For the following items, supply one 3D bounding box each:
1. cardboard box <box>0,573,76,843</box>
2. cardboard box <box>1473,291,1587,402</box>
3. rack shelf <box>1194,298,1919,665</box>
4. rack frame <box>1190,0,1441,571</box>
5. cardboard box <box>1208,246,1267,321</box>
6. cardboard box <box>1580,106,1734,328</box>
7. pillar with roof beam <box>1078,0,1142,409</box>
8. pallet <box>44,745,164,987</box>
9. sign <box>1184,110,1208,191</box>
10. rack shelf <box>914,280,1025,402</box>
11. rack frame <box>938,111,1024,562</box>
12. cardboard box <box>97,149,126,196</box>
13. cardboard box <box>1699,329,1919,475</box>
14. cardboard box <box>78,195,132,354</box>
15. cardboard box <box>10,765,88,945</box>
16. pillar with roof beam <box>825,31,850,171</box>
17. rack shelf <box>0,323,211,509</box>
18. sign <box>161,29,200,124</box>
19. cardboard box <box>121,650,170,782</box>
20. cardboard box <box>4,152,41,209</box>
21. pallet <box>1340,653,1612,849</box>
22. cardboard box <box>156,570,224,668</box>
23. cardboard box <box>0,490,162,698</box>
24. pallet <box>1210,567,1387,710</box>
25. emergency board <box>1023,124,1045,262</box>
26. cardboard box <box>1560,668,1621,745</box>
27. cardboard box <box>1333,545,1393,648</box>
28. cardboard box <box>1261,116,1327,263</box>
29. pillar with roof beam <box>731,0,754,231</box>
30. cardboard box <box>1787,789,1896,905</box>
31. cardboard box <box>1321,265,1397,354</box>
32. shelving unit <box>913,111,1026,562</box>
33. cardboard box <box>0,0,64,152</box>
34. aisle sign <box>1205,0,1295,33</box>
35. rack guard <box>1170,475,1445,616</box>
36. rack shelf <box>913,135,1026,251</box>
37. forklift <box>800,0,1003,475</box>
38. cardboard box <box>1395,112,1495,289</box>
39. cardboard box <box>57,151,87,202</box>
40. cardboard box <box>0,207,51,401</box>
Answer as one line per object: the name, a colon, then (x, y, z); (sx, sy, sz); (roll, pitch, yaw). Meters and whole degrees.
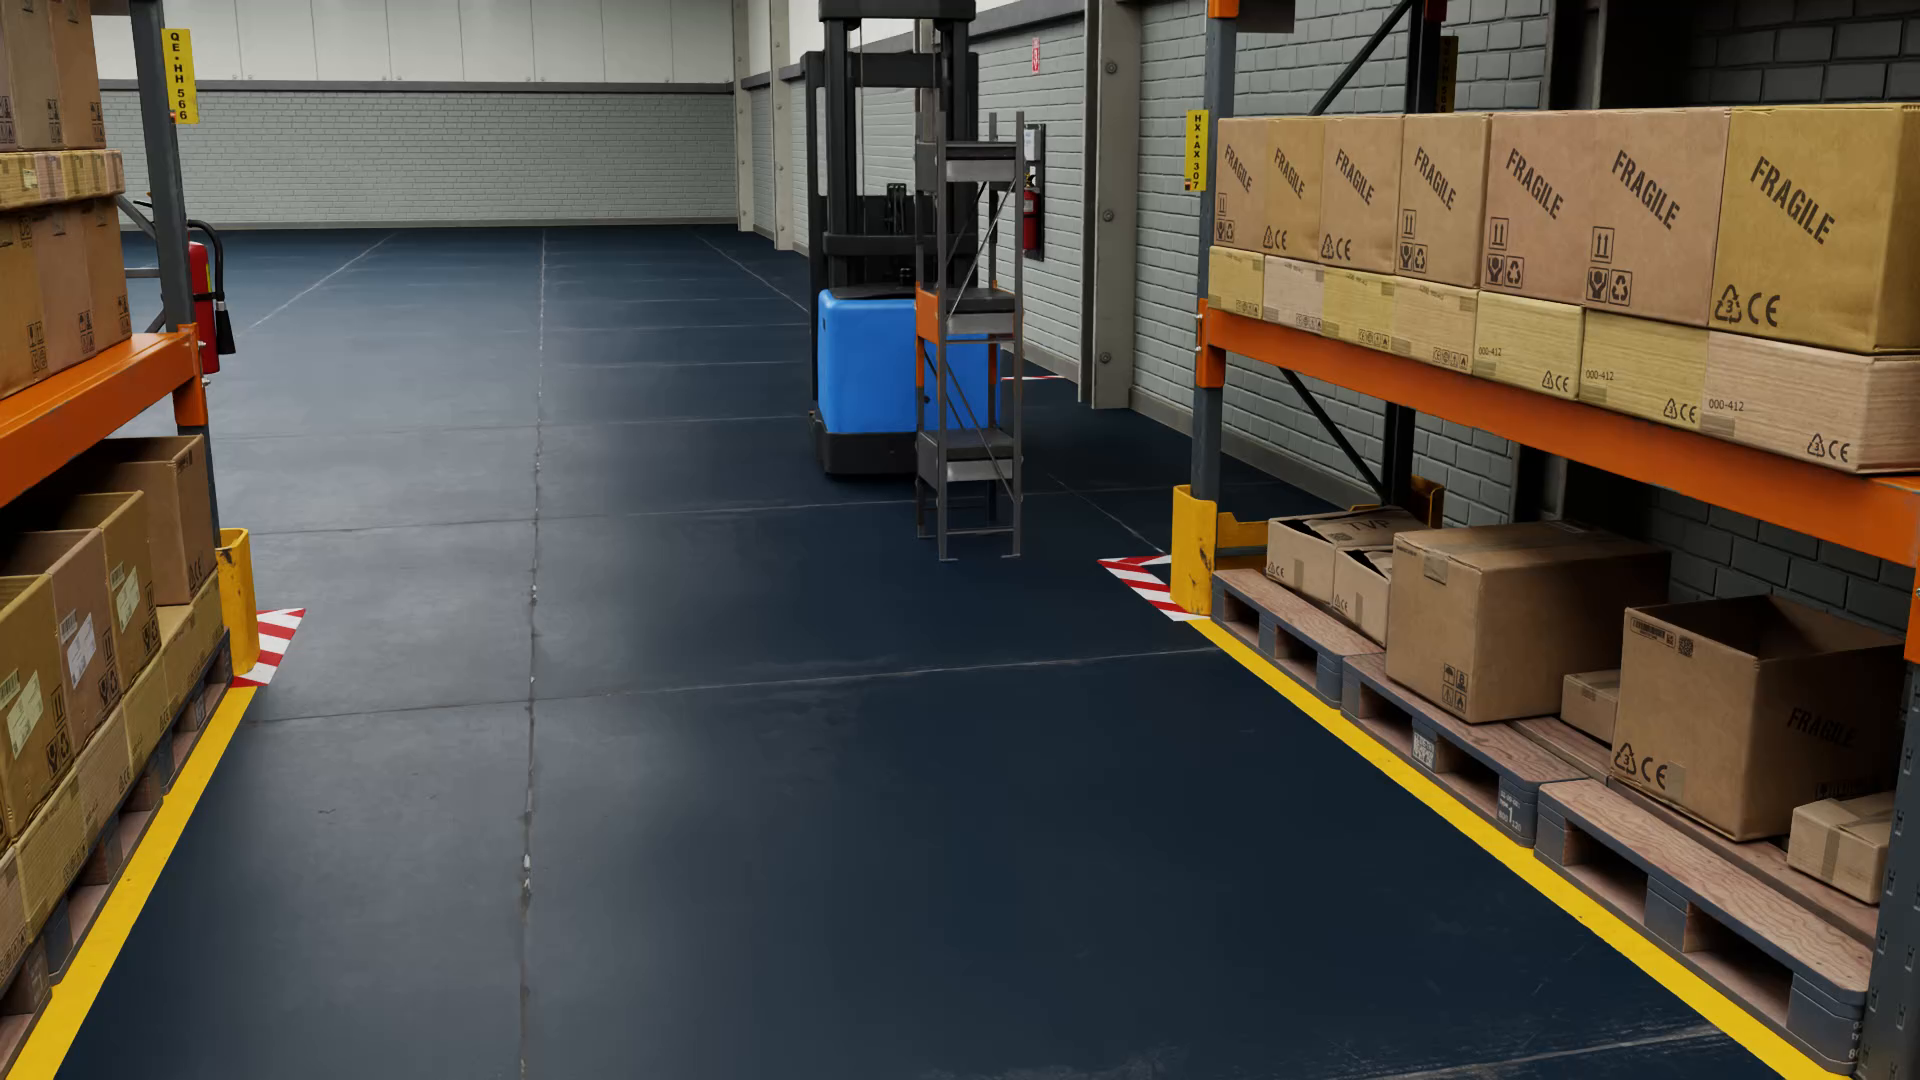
cardboard box: (-2.406, 0.392, 3.831); (0.500, 0.500, 0.500); (-3, 14, -13)
cardboard box: (1.800, -0.557, 4.661); (0.500, 0.250, 0.500); (-3, 14, -13)
rack shelf: (1.978, -0.409, 5.298); (1.077, 0.370, 4.000); (-3, 14, -13)
rack frame: (1.508, -1.220, 7.101); (1.000, 3.000, 0.127); (-3, 14, -13)
cardboard box: (1.314, -1.027, 6.583); (0.500, 0.250, 0.500); (-4, 14, -15)
cardboard box: (1.913, -0.805, 4.096); (0.500, 0.500, 0.500); (-3, 14, -14)
pillar with roof beam: (-3.080, -5.165, 10.609); (9.100, 9.000, 0.400); (-3, 14, -13)
pallet: (-2.803, 0.866, 4.436); (1.003, 0.211, 1.213); (-3, 14, -13)
sign: (0.981, -1.610, 6.874); (0.100, 0.325, 0.005); (-3, 14, -13)
rack shelf: (0.039, -0.969, 8.025); (0.431, 0.518, 0.480); (-3, 14, -13)
rack frame: (0.096, -0.926, 7.791); (0.400, 2.100, 0.015); (-3, 14, -13)
cardboard box: (-3.031, -1.229, 5.561); (0.380, 0.149, 0.250); (-4, 14, -14)
cardboard box: (2.042, -0.327, 3.717); (0.500, 0.250, 0.500); (-3, 14, -13)
cardboard box: (-3.209, -0.883, 5.512); (0.700, 0.500, 0.500); (-3, 14, -13)
cardboard box: (-2.406, 0.756, 3.920); (0.500, 0.250, 0.500); (-3, 14, -13)
pillar with roof beam: (-5.899, -7.934, 21.940); (9.100, 9.000, 0.400); (-3, 14, -13)
rack shelf: (-2.836, -0.132, 4.164); (1.077, 0.370, 4.000); (-3, 14, -13)
sign: (-2.775, -1.648, 5.912); (0.100, 0.325, 0.005); (-3, 14, -13)
cardboard box: (-2.645, 0.526, 4.864); (0.500, 0.250, 0.500); (-3, 14, -13)
cardboard box: (-2.789, -0.991, 4.587); (0.380, 0.149, 0.250); (-3, 14, -11)
pallet: (1.965, 0.622, 5.435); (1.003, 0.211, 1.213); (-3, 14, -13)
cardboard box: (-2.893, 0.296, 5.805); (0.500, 0.250, 0.500); (-3, 14, -13)
cardboard box: (-2.642, 0.161, 4.775); (0.500, 0.500, 0.500); (-3, 14, -13)
pallet: (1.682, 0.341, 6.585); (1.003, 0.211, 1.213); (-3, 14, -13)
emergency board: (0.561, -3.063, 14.645); (0.194, 1.169, 0.643); (-3, 14, -13)
cardboard box: (2.091, 0.504, 5.125); (0.380, 0.149, 0.250); (-4, 14, -18)
cardboard box: (1.717, 0.168, 6.156); (0.500, 0.311, 0.500); (-2, 14, -9)
cardboard box: (1.434, -1.280, 6.039); (0.500, 0.500, 0.500); (-3, 14, -13)
pillar with roof beam: (-8.717, -10.702, 33.271); (9.100, 9.000, 0.400); (-3, 14, -13)
cardboard box: (2.293, 0.744, 4.106); (0.380, 0.166, 0.250); (-5, 15, -21)
cardboard box: (1.564, -0.790, 5.614); (0.500, 0.250, 0.500); (-4, 14, -14)
shelving unit: (0.039, -0.982, 8.022); (0.431, 2.100, 0.503); (-3, 14, -13)
cardboard box: (-3.068, -1.380, 4.812); (0.700, 0.500, 0.500); (-4, 14, -15)
aisle sign: (1.200, -2.483, 6.792); (0.394, 0.787, 0.004); (-3, 14, -13)
rack guard: (1.526, 0.012, 7.326); (1.175, 0.500, 0.348); (-3, 14, -13)
rack shelf: (0.039, -1.649, 7.859); (0.431, 0.518, 0.480); (-3, 14, -13)
forklift: (-0.461, -2.106, 10.870); (1.130, 2.935, 3.031); (-2, 14, -8)
cardboard box: (1.683, -1.042, 5.065); (0.500, 0.500, 0.500); (-3, 14, -11)
cardboard box: (-2.908, -1.110, 5.073); (0.380, 0.149, 0.250); (-3, 14, -14)
cardboard box: (-2.970, -0.648, 4.547); (0.700, 0.500, 0.500); (-3, 14, -13)
